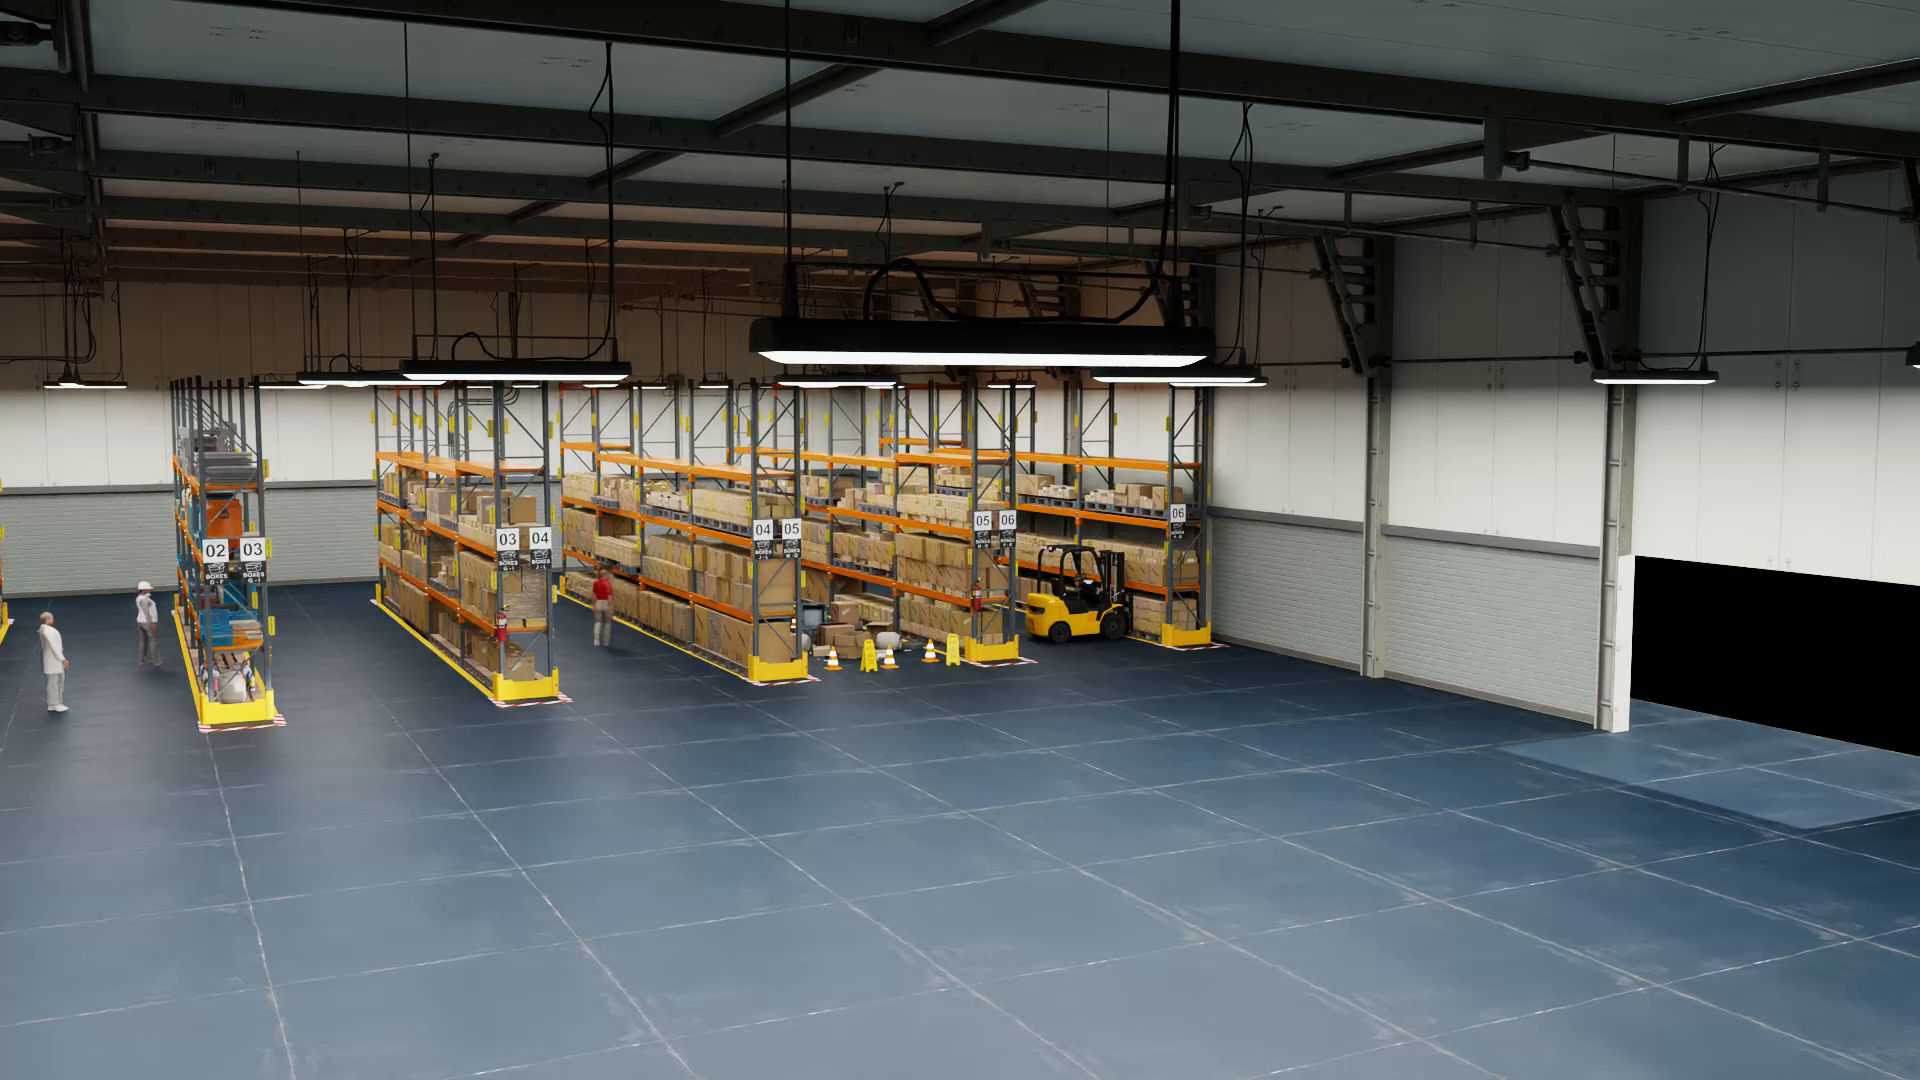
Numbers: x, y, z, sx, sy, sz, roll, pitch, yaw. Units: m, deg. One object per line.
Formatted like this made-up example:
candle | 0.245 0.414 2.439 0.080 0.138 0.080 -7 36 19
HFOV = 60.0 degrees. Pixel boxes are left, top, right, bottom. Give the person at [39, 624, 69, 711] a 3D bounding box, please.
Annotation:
person | -16.299 2.306 29.918 0.498 1.626 0.651 -1 5 -14

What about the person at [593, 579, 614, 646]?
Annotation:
person | -8.030 1.574 37.350 0.504 1.628 0.550 1 5 8

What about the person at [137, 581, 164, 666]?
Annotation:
person | -16.965 1.741 34.789 0.600 1.765 0.456 4 6 38
